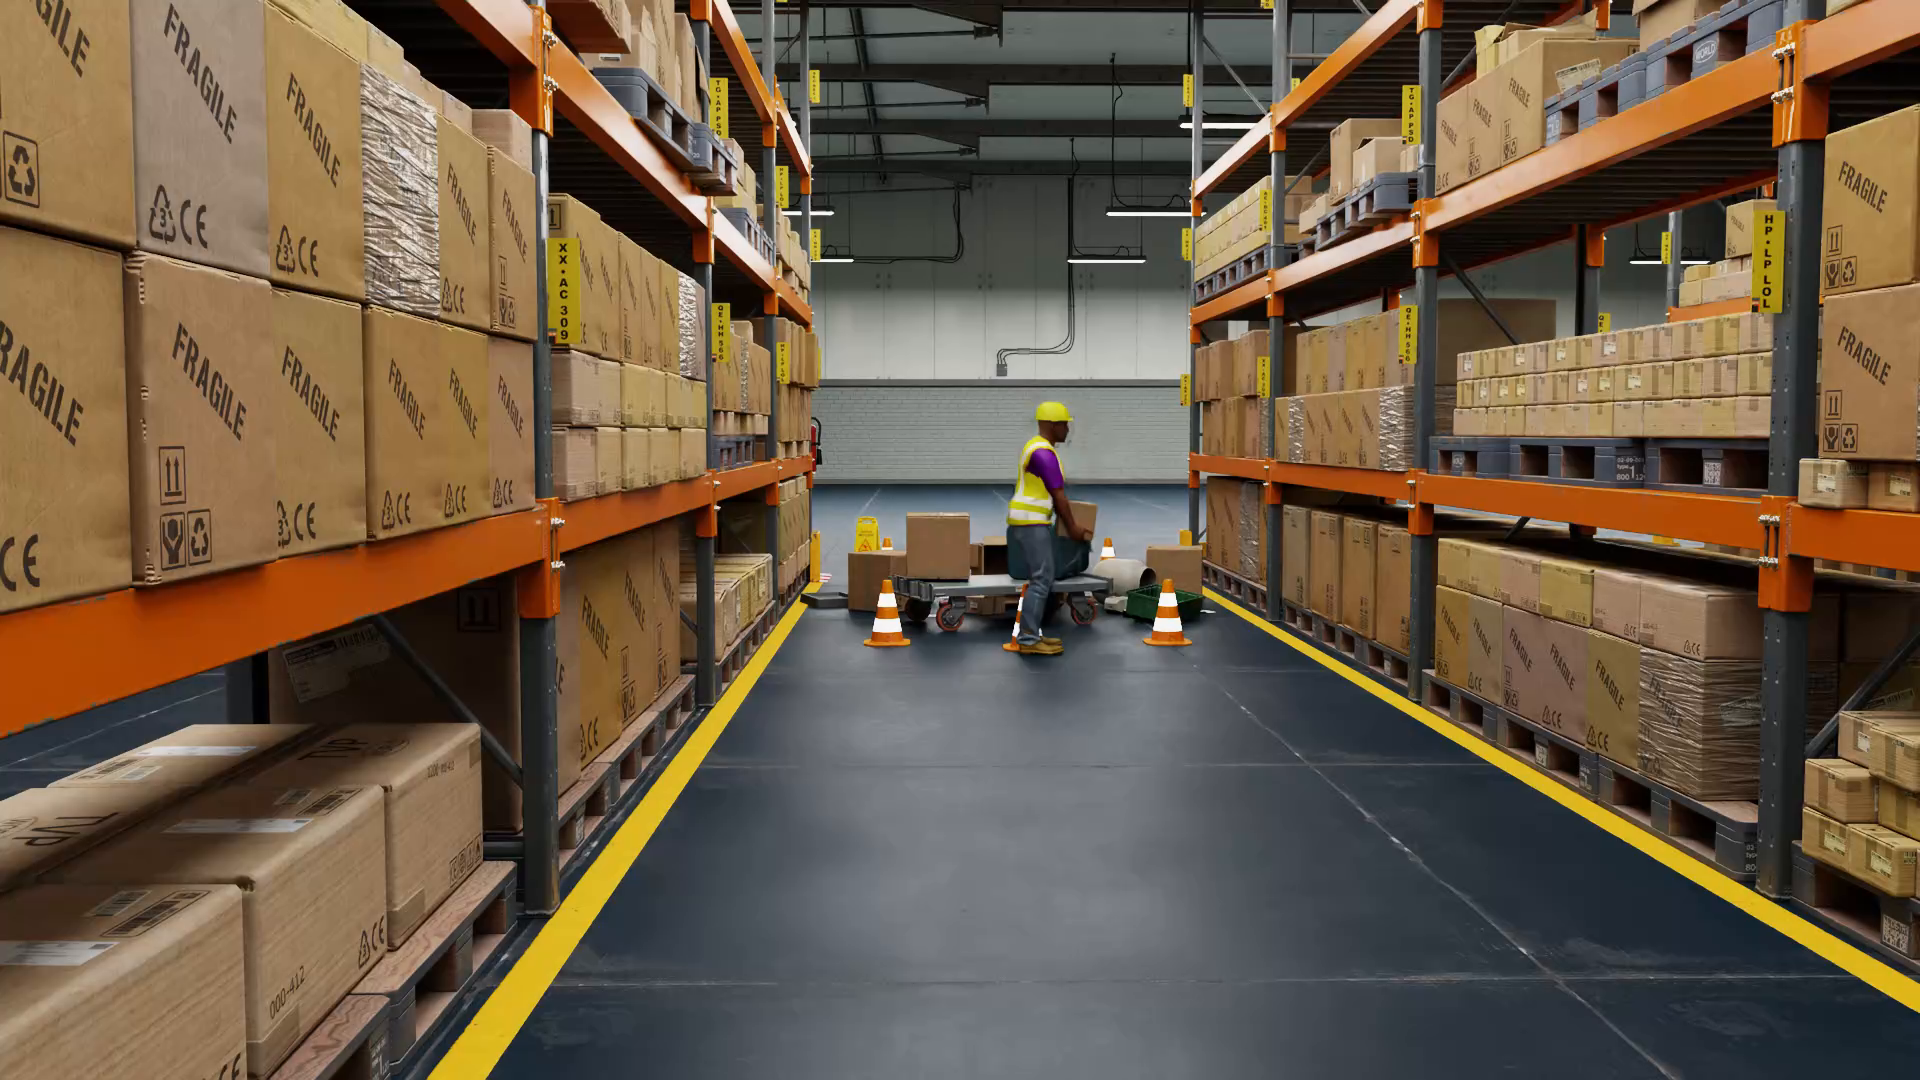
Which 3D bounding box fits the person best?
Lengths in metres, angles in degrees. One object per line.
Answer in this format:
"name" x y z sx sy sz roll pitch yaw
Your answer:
"person" 0.620 -0.090 11.596 0.592 1.746 0.501 0 4 -2
